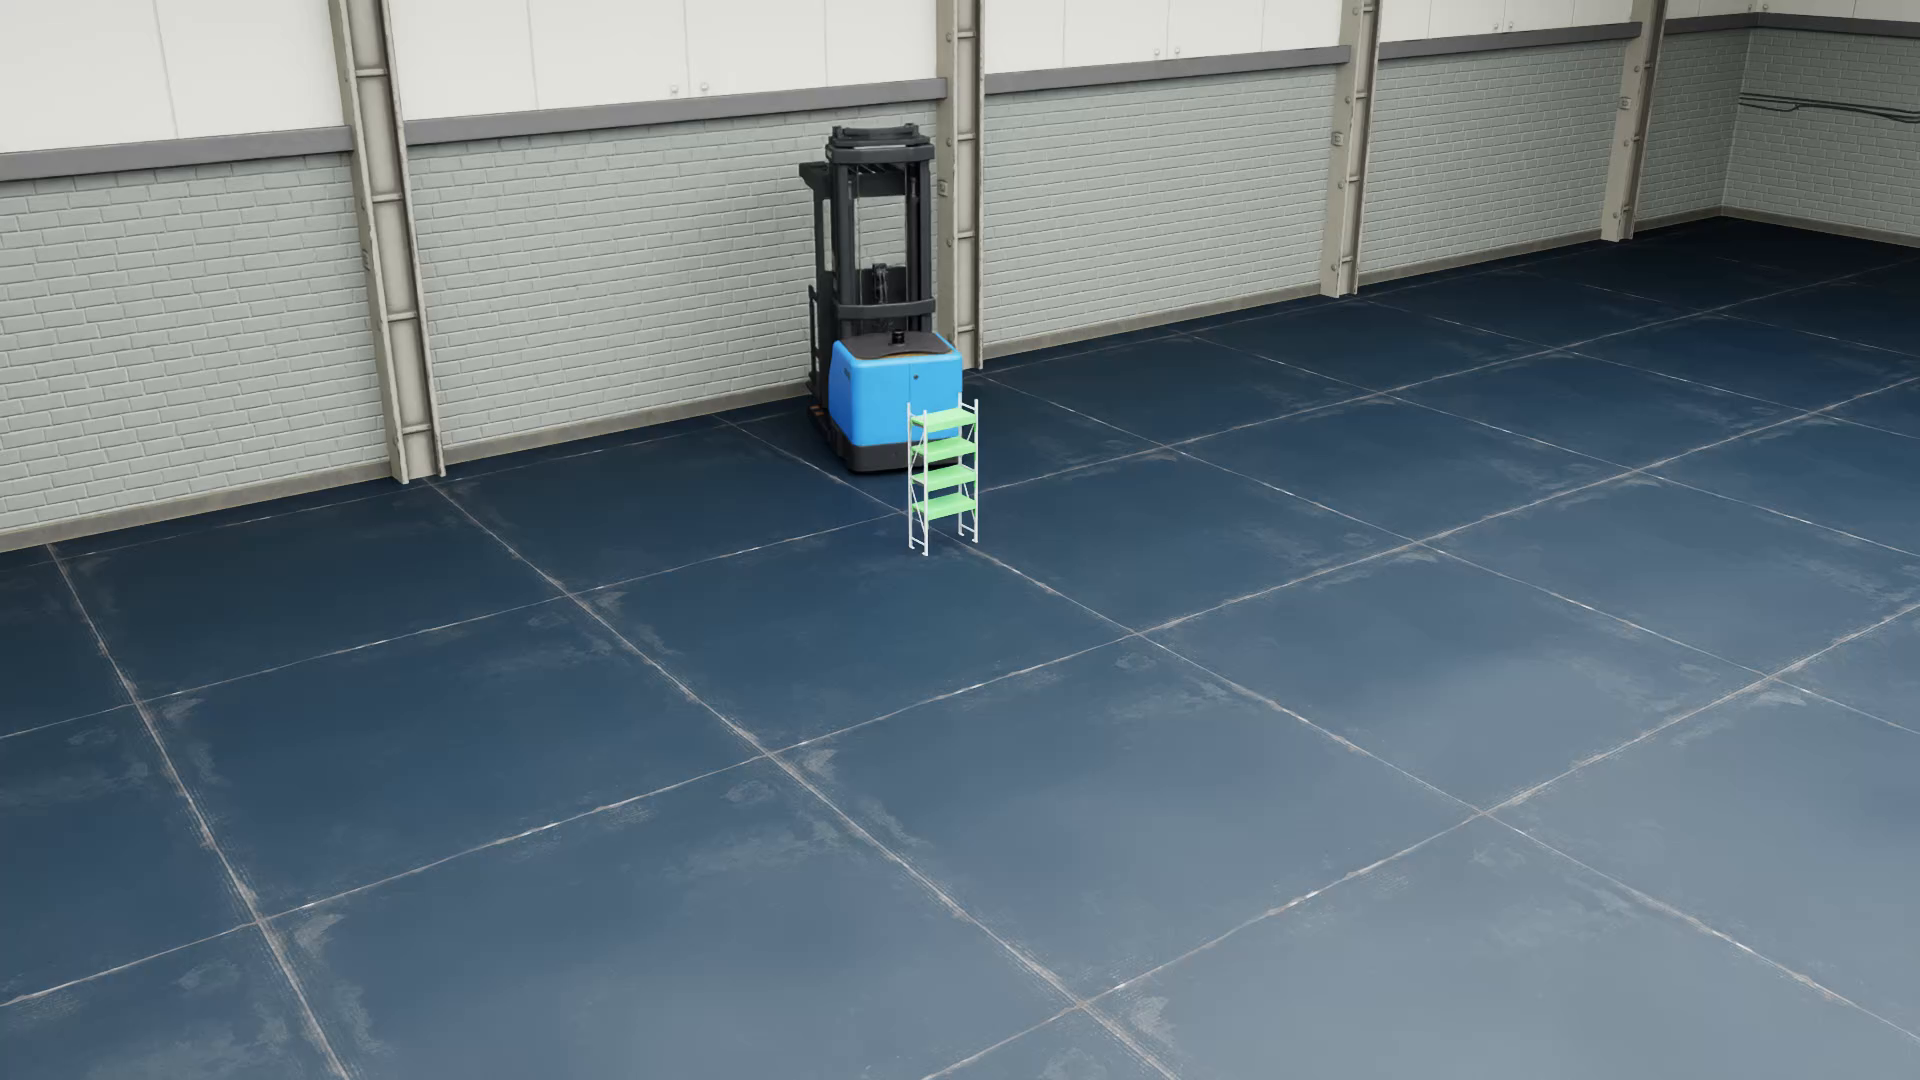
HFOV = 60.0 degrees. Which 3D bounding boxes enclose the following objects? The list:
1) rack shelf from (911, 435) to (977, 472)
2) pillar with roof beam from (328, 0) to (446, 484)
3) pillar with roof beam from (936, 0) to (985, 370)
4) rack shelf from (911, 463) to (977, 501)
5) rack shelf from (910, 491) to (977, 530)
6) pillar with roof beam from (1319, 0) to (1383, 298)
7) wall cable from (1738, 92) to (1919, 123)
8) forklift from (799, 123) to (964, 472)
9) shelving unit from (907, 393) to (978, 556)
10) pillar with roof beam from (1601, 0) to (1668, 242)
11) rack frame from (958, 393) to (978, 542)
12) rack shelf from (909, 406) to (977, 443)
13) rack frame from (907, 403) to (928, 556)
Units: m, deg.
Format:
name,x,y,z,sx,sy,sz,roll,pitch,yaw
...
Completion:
name,x,y,z,sx,sy,sz,roll,pitch,yaw
rack shelf,-0.134,-0.685,13.113,0.480,0.148,0.258,-15,26,-33
pillar with roof beam,-2.352,-3.468,10.039,0.400,9.000,9.100,-15,26,-33
pillar with roof beam,2.518,-4.766,13.294,0.400,9.000,9.100,-15,26,-33
rack shelf,-0.134,-0.462,13.202,0.480,0.148,0.258,-15,26,-33
rack shelf,-0.134,-0.239,13.291,0.480,0.148,0.258,-15,26,-33
pillar with roof beam,7.389,-6.065,16.548,0.400,9.000,9.100,-15,26,-33
wall cable,12.909,-7.457,24.225,0.112,2.526,3.097,-15,26,-33
forklift,-0.874,-2.485,15.764,1.130,2.935,3.031,-6,23,-15
shelving unit,-0.134,-0.521,13.179,0.503,1.200,0.258,-15,26,-33
pillar with roof beam,12.259,-7.364,19.803,0.400,9.000,9.100,-15,26,-33
rack frame,0.064,-0.574,13.311,0.015,1.200,0.240,-15,26,-33
rack shelf,-0.134,-0.908,13.024,0.480,0.148,0.258,-15,26,-33
rack frame,-0.332,-0.469,13.046,0.015,1.200,0.240,-15,26,-33
